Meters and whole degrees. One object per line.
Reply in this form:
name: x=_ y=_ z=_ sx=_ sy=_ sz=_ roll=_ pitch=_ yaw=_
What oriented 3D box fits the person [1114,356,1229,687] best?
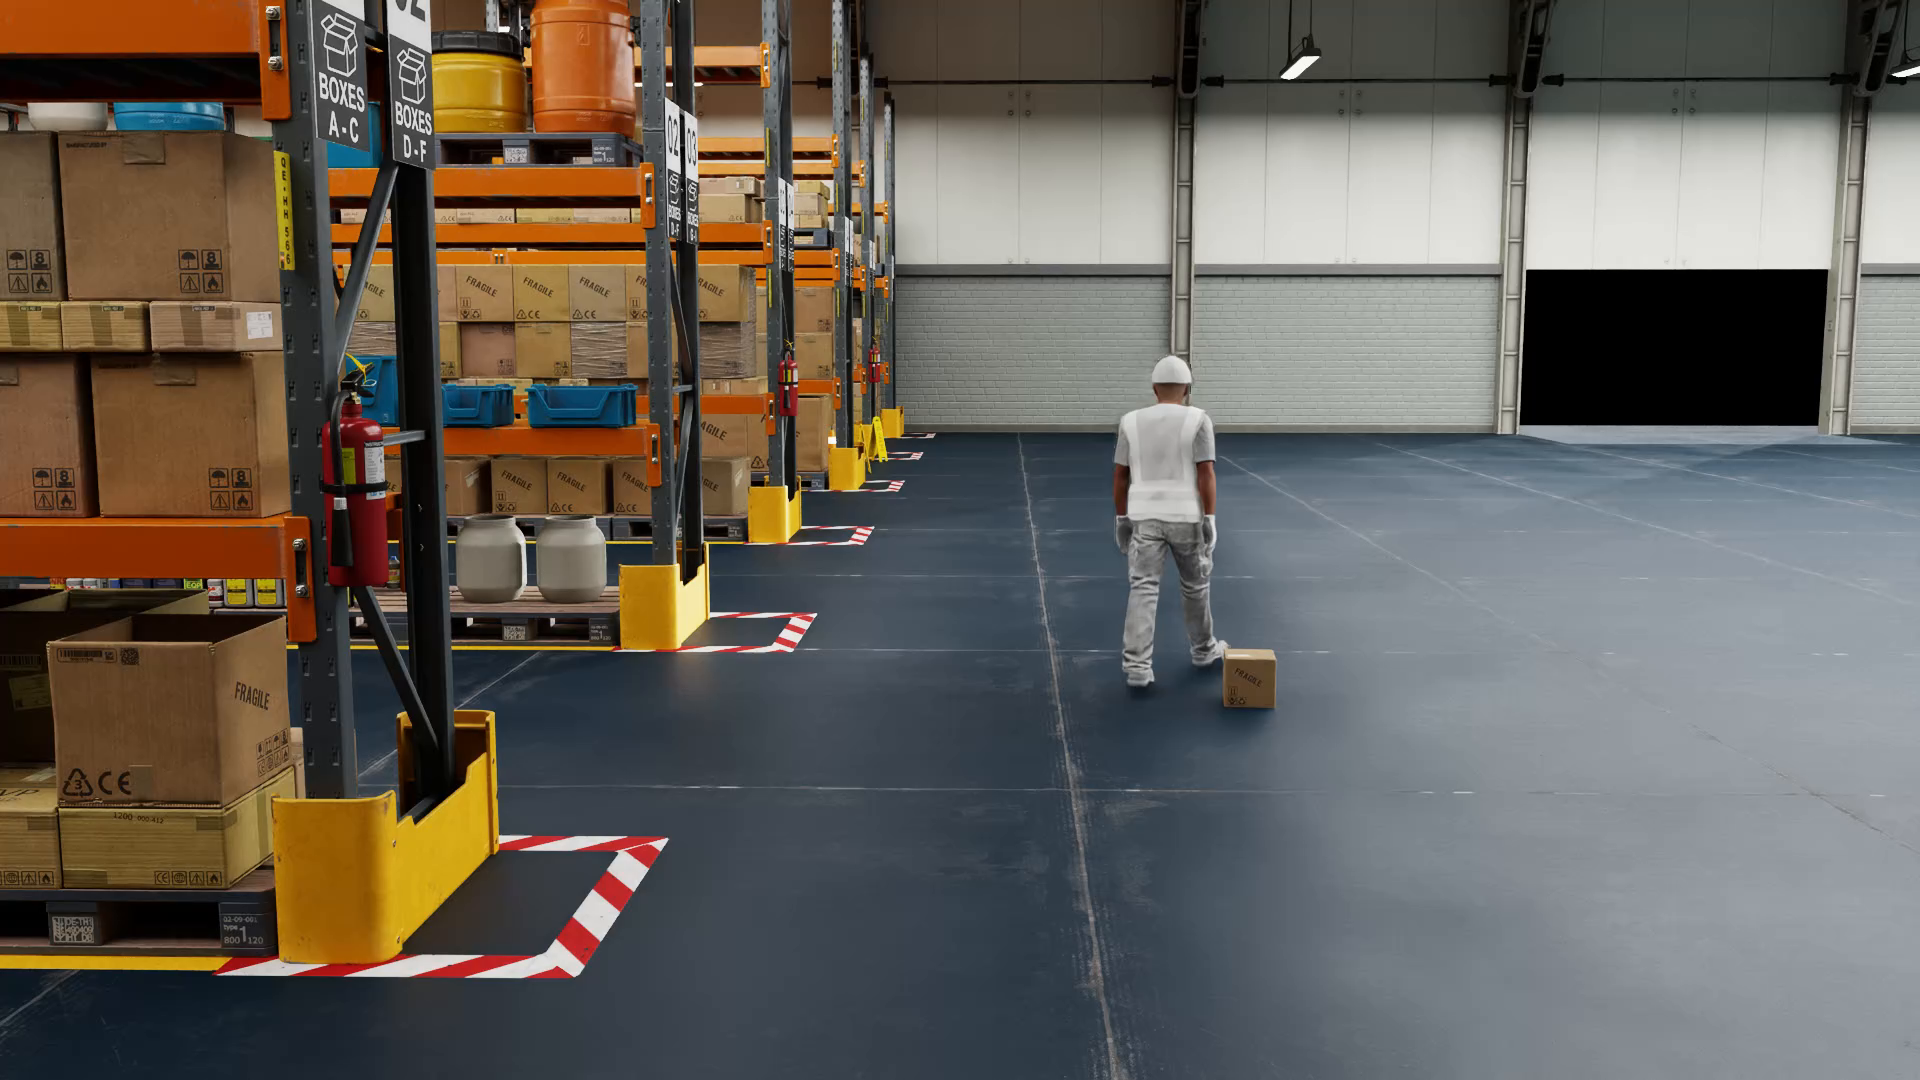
person: x=1.111 y=-0.125 z=8.892 sx=0.581 sy=1.713 sz=1.072 roll=2 pitch=7 yaw=18
